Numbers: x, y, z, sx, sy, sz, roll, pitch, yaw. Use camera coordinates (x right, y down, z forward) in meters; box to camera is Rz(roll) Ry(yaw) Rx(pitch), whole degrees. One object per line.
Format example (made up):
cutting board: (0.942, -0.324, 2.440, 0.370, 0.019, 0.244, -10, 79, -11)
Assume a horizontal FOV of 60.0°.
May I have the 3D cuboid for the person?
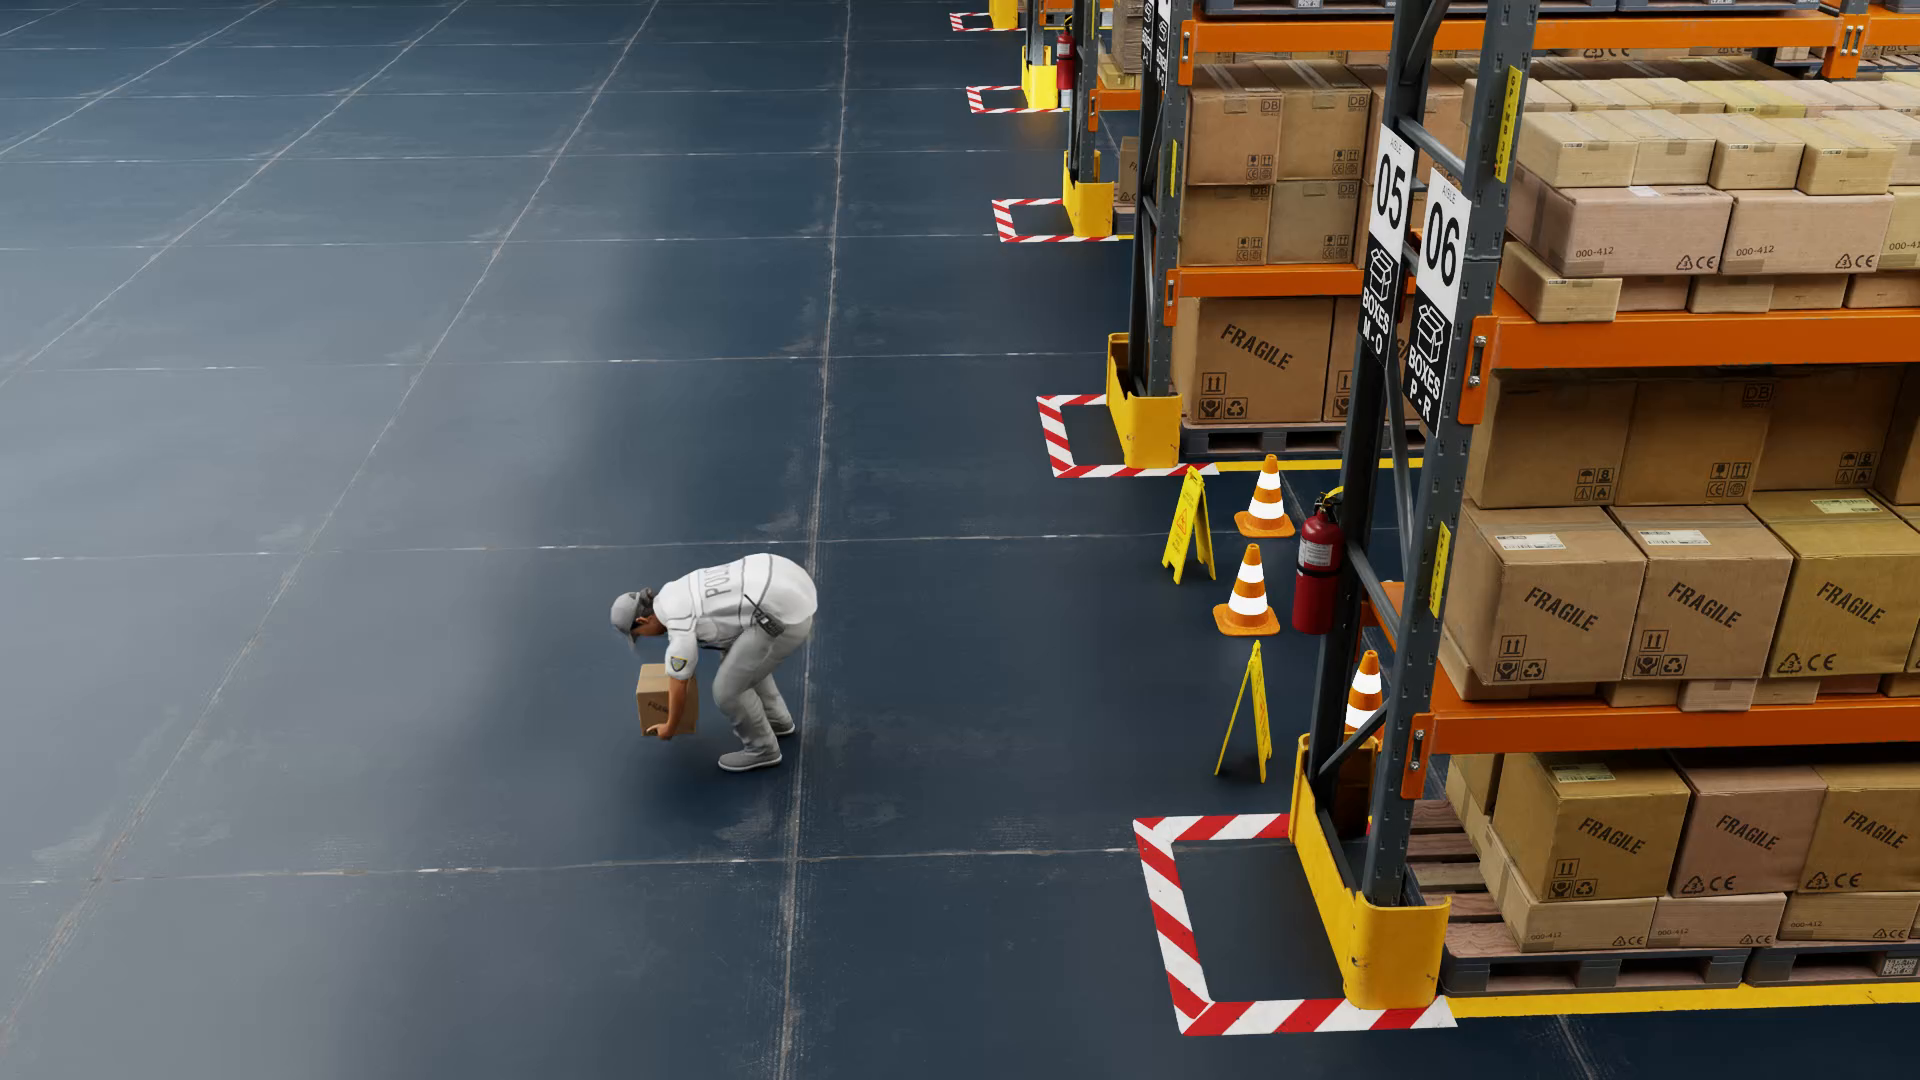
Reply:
person: (-1.133, 0.572, 7.804, 0.949, 1.014, 0.484, -3, 28, -5)
